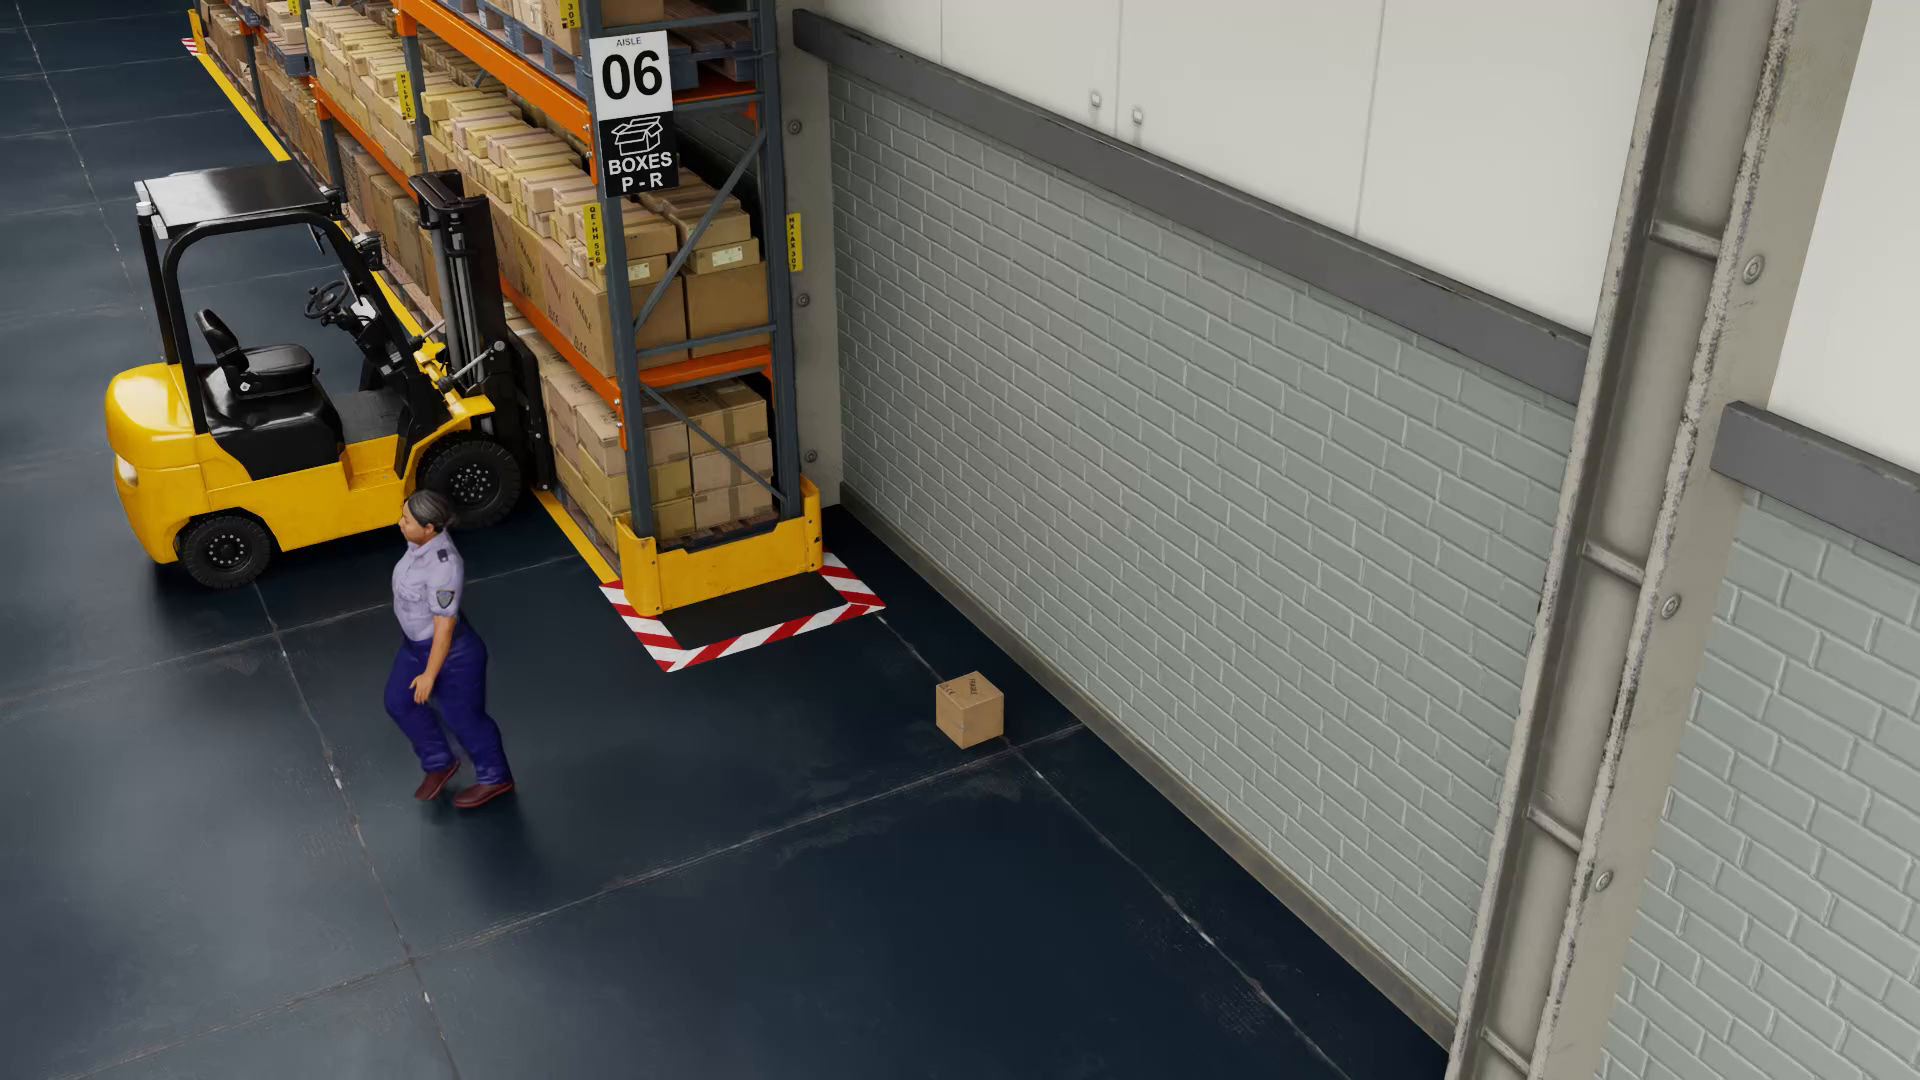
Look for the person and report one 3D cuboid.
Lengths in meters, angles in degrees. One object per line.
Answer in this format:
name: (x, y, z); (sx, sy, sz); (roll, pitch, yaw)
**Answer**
person: (-2.394, 0.558, 7.611); (0.481, 1.691, 0.480); (-16, 33, -26)
